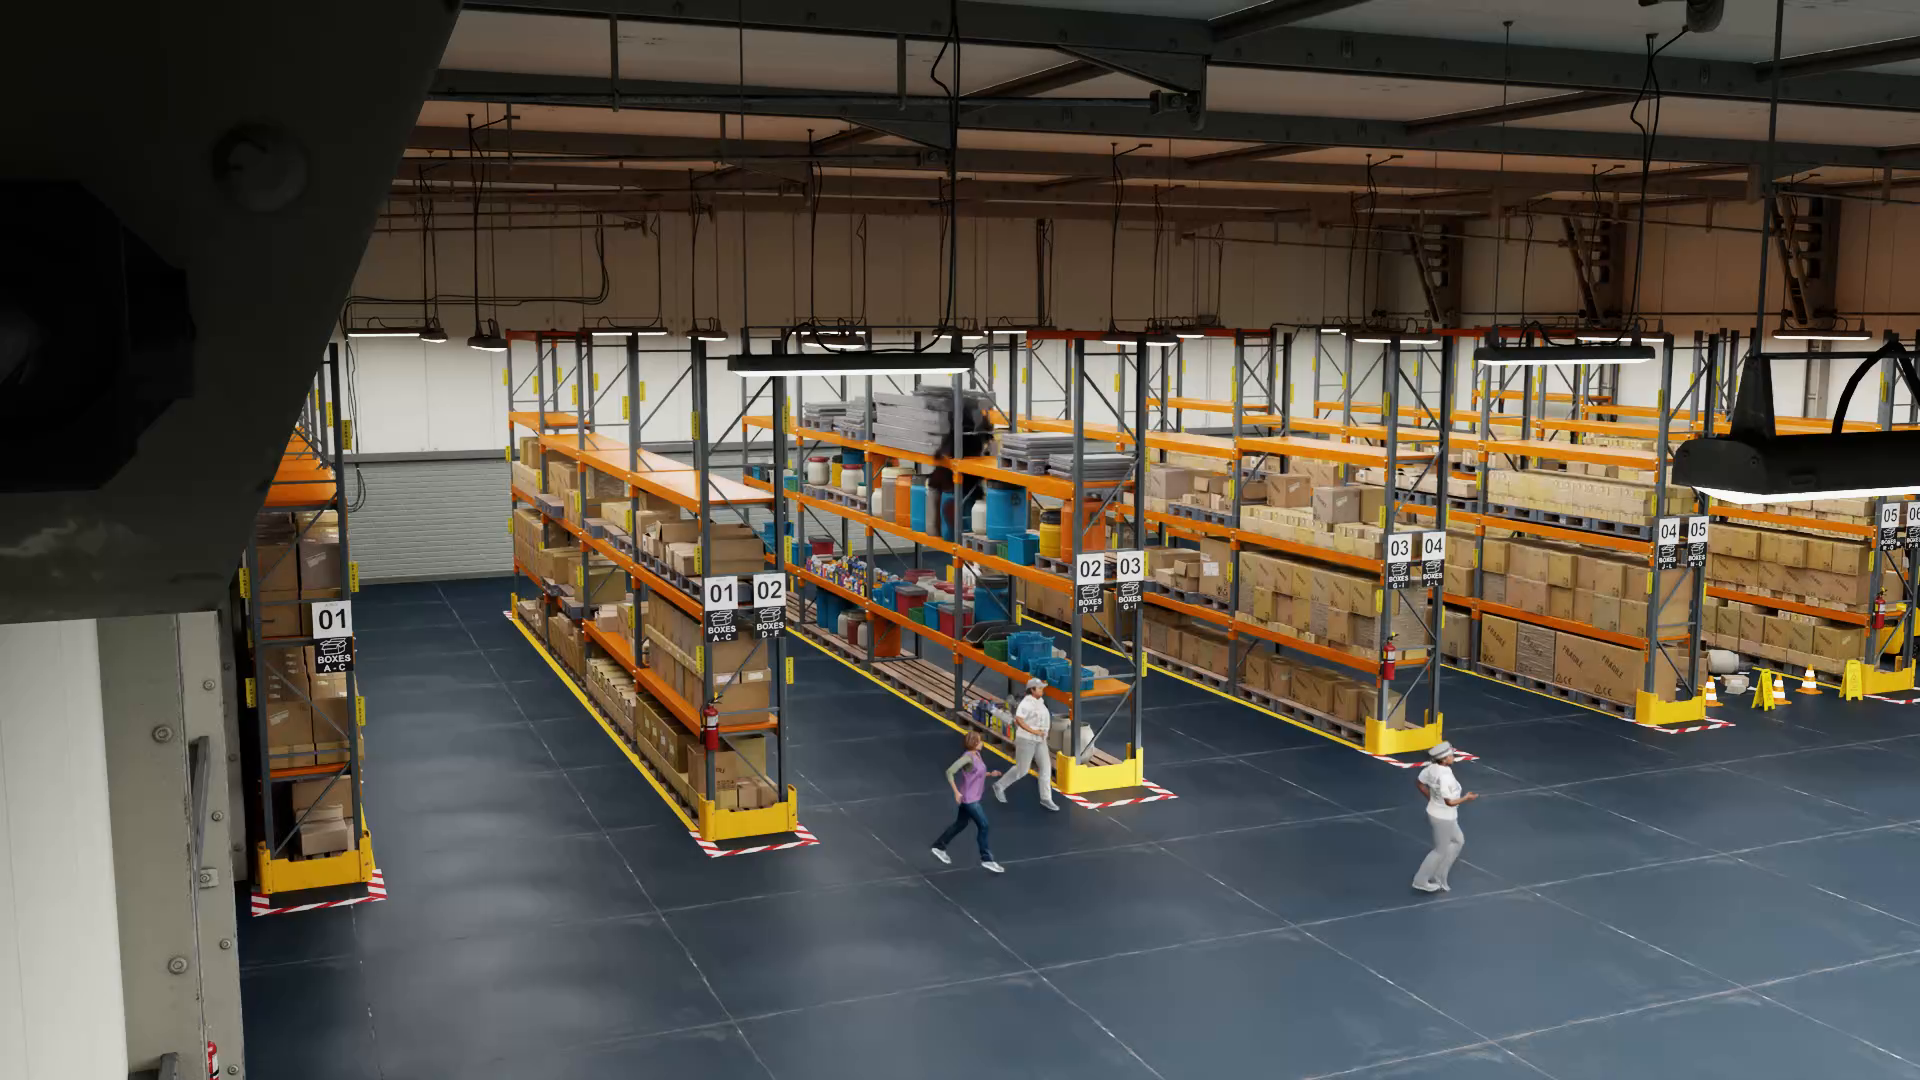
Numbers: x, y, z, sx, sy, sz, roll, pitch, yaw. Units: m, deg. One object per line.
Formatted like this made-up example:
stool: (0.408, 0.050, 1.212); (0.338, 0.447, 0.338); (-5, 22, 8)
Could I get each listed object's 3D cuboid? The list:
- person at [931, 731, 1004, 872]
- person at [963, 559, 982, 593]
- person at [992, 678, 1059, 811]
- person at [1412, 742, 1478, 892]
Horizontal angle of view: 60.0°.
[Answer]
person: (0.083, 2.958, 18.877); (0.855, 1.612, 0.515); (1, 8, 7)
person: (0.207, 1.065, 32.379); (0.663, 1.789, 0.937); (-5, 9, -32)
person: (0.945, 2.604, 21.474); (0.926, 1.644, 0.691); (5, 9, 33)
person: (5.297, 3.044, 18.169); (0.663, 1.730, 0.555); (0, 8, 4)
